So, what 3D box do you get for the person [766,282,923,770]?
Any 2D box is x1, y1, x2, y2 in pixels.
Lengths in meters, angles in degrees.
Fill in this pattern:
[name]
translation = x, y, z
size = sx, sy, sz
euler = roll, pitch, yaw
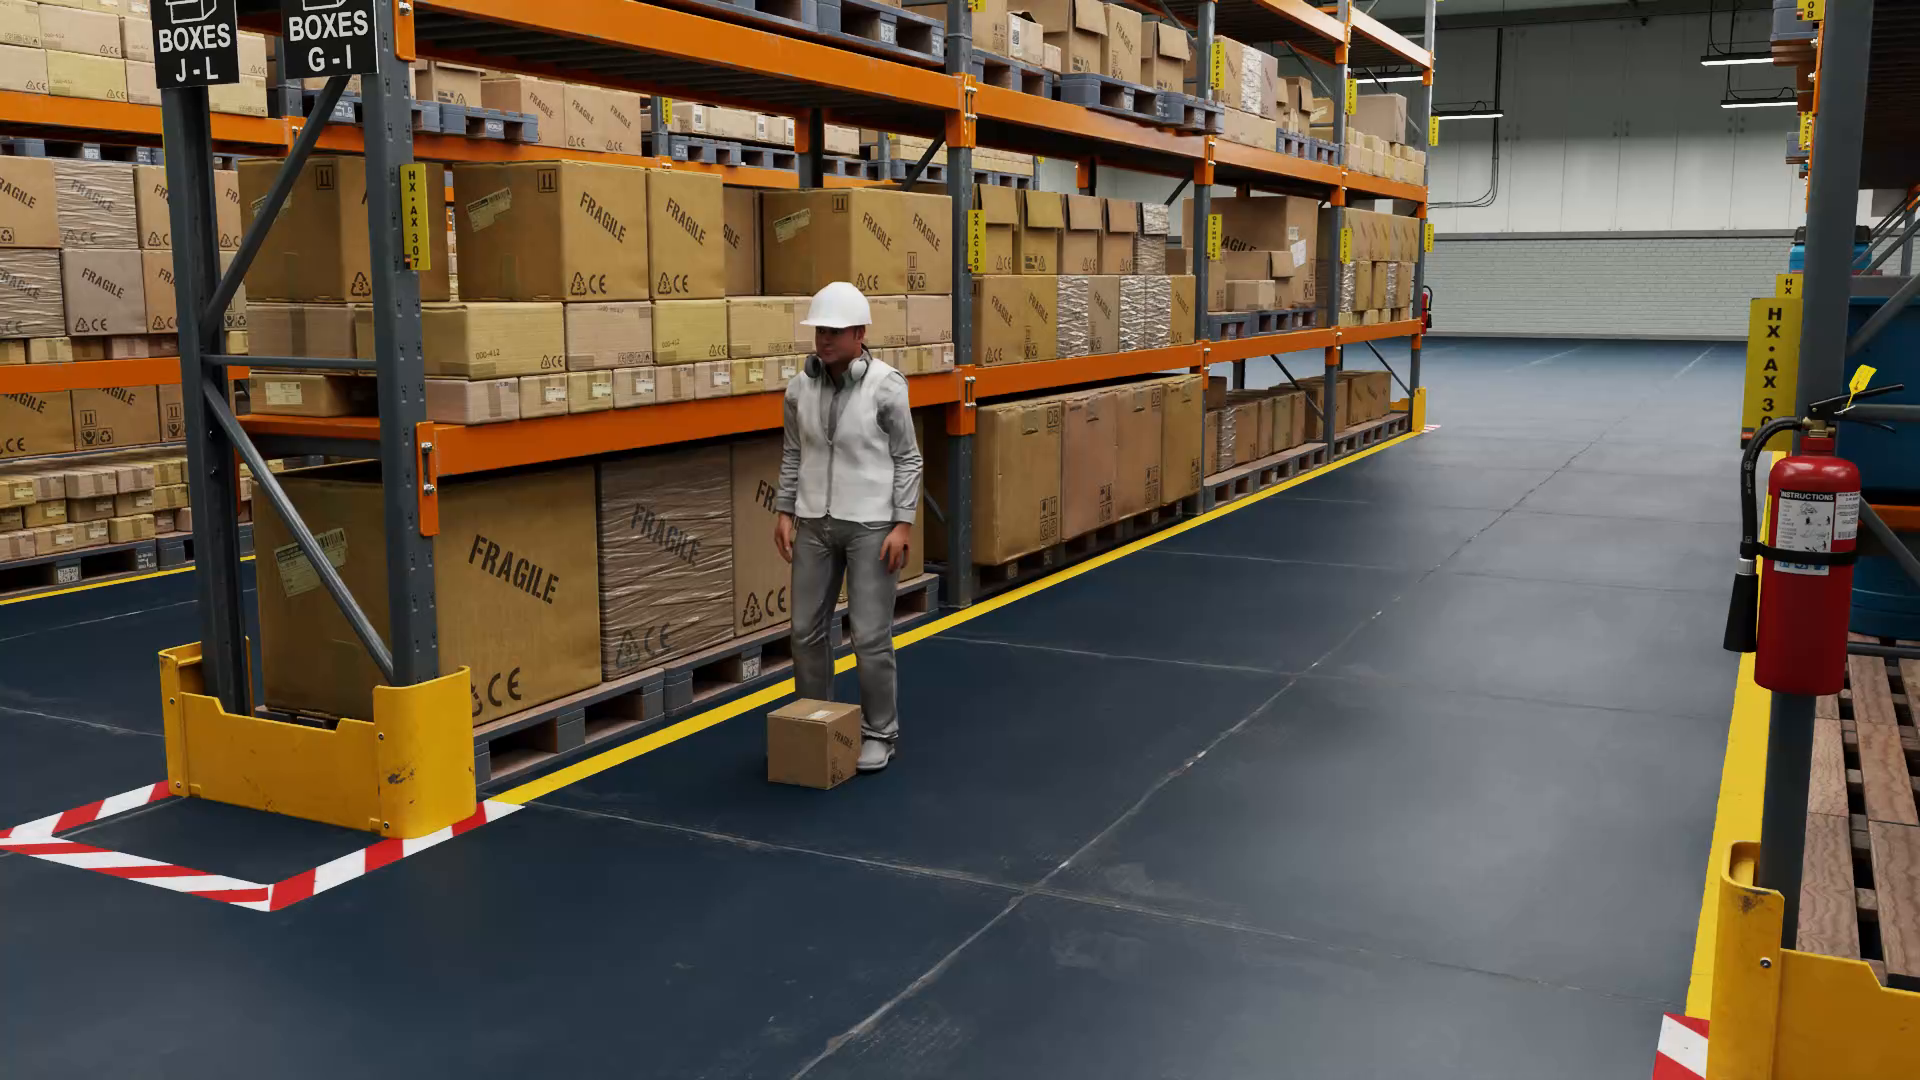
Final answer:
[person]
translation = -0.422, -0.054, 6.125
size = 0.579, 1.770, 0.465
euler = 4, 10, 26
